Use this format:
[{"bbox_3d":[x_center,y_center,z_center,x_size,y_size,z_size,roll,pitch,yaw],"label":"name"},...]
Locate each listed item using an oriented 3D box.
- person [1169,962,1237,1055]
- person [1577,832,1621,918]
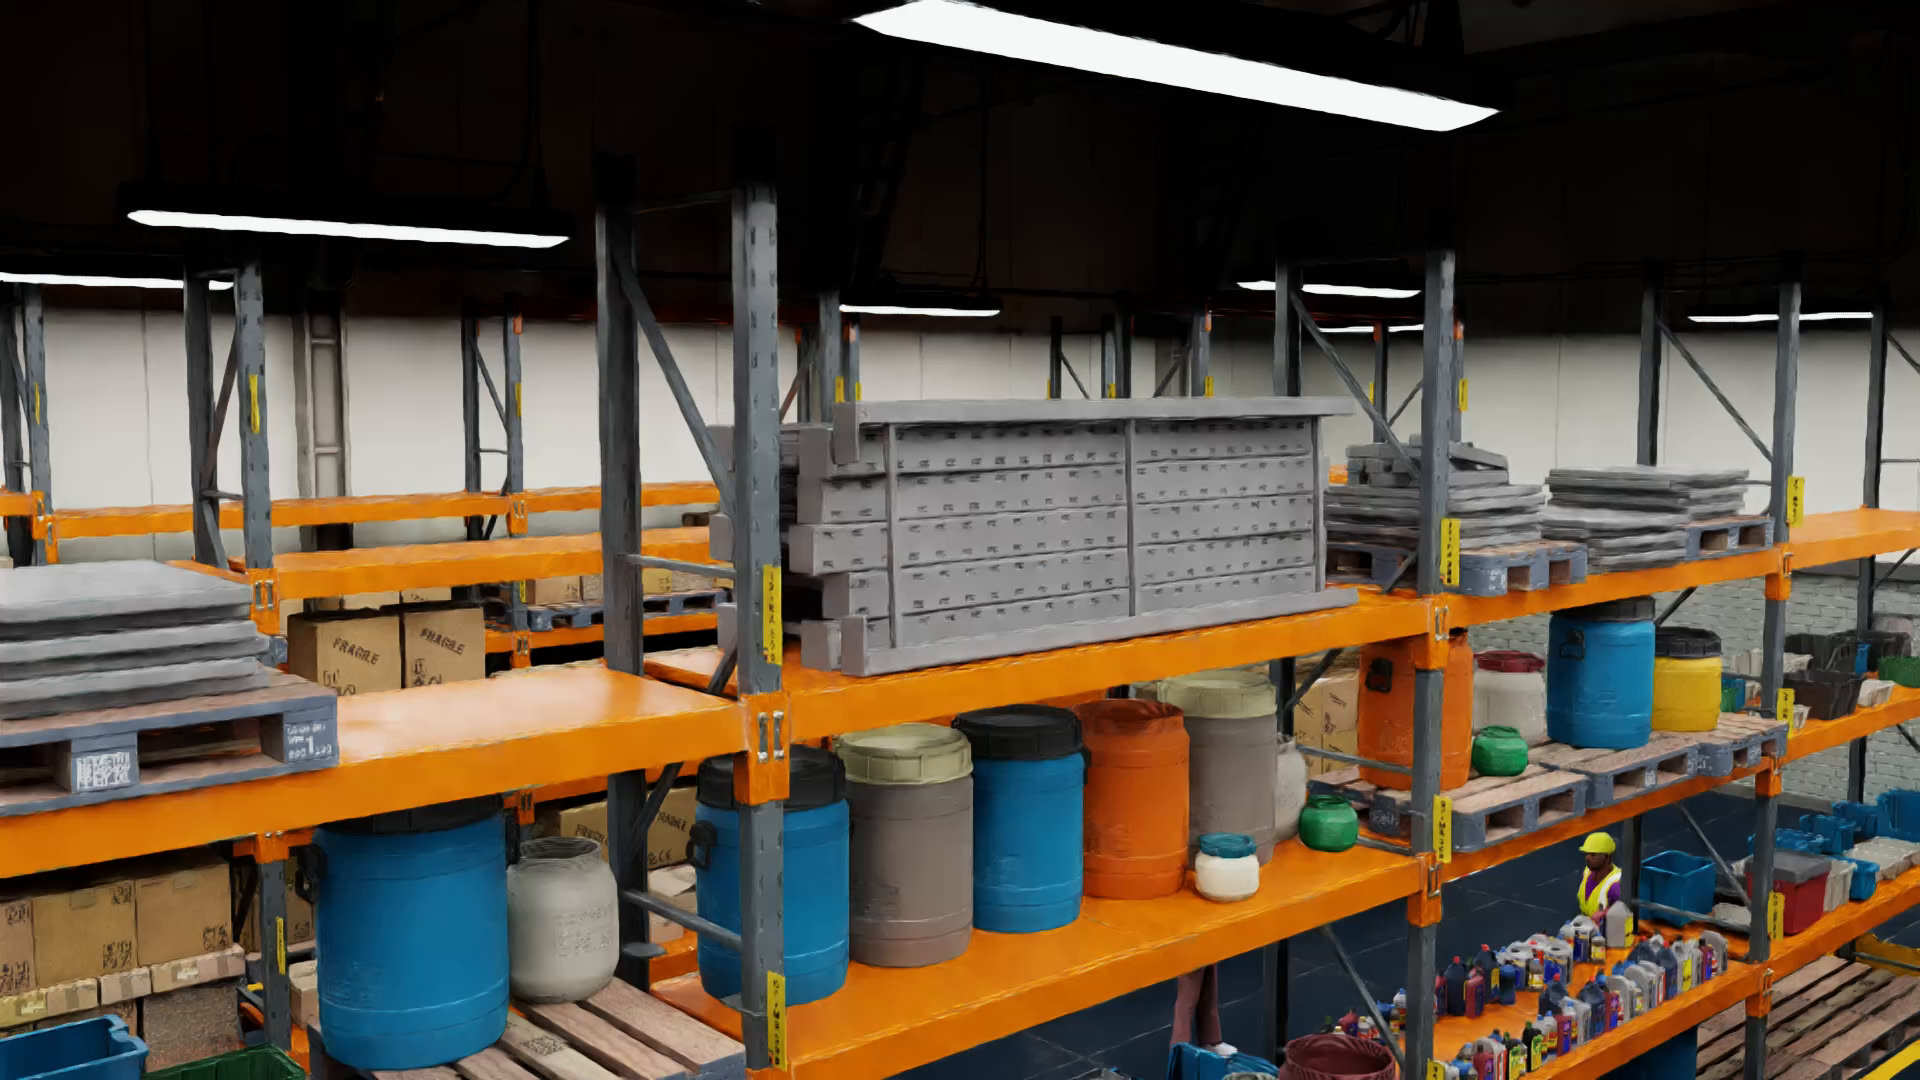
[{"bbox_3d":[1.839,3.128,12.567,0.454,1.678,0.540,3,6,27],"label":"person"},{"bbox_3d":[4.956,3.099,12.847,0.953,1.720,0.622,-2,6,-16],"label":"person"}]
